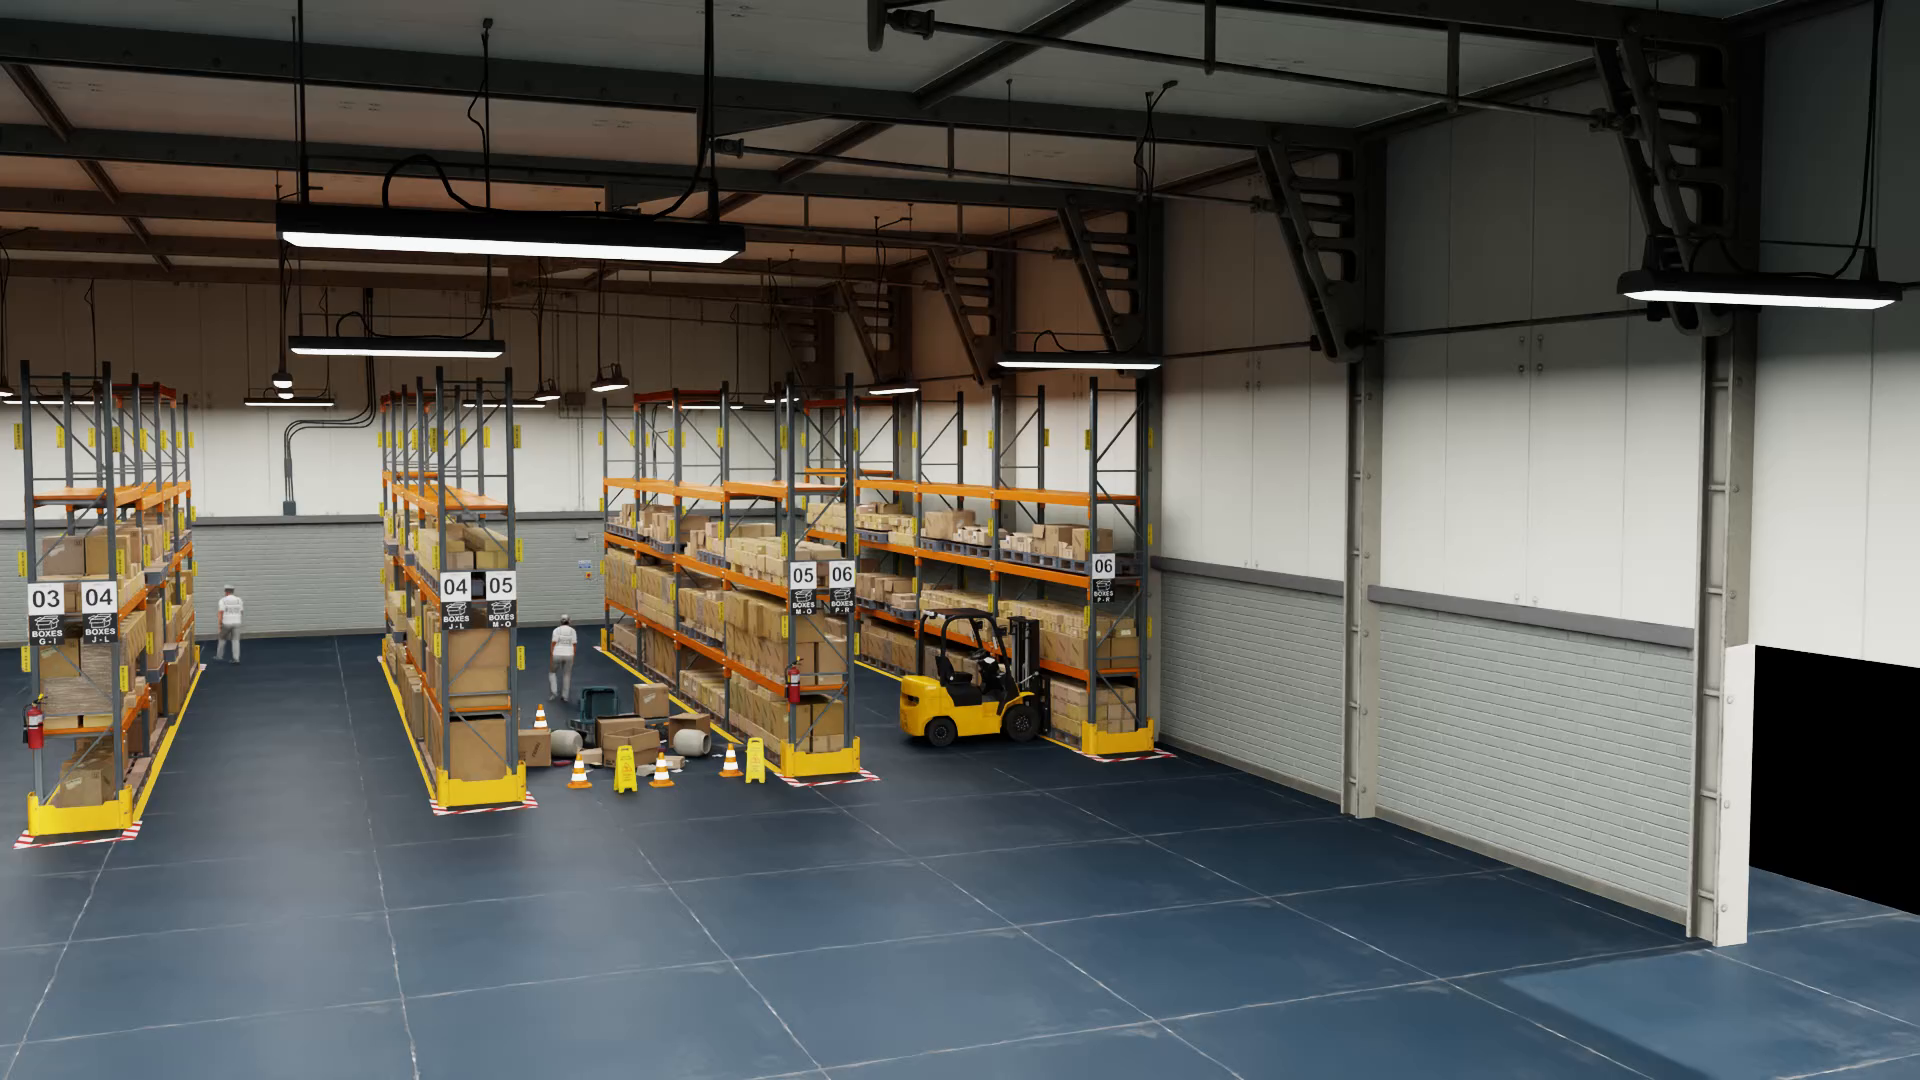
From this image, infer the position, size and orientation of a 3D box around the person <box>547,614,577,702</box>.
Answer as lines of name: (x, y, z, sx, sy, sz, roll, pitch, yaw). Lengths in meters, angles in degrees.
person: (-7.623, 2.256, 31.808, 0.586, 1.673, 0.414, -1, 4, -22)

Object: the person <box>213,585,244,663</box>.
person: (-16.437, 1.882, 37.413, 0.567, 1.749, 0.843, -3, 4, -36)

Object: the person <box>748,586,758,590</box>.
person: (-5.455, 1.463, 44.380, 0.881, 1.739, 0.539, -3, 4, -38)
